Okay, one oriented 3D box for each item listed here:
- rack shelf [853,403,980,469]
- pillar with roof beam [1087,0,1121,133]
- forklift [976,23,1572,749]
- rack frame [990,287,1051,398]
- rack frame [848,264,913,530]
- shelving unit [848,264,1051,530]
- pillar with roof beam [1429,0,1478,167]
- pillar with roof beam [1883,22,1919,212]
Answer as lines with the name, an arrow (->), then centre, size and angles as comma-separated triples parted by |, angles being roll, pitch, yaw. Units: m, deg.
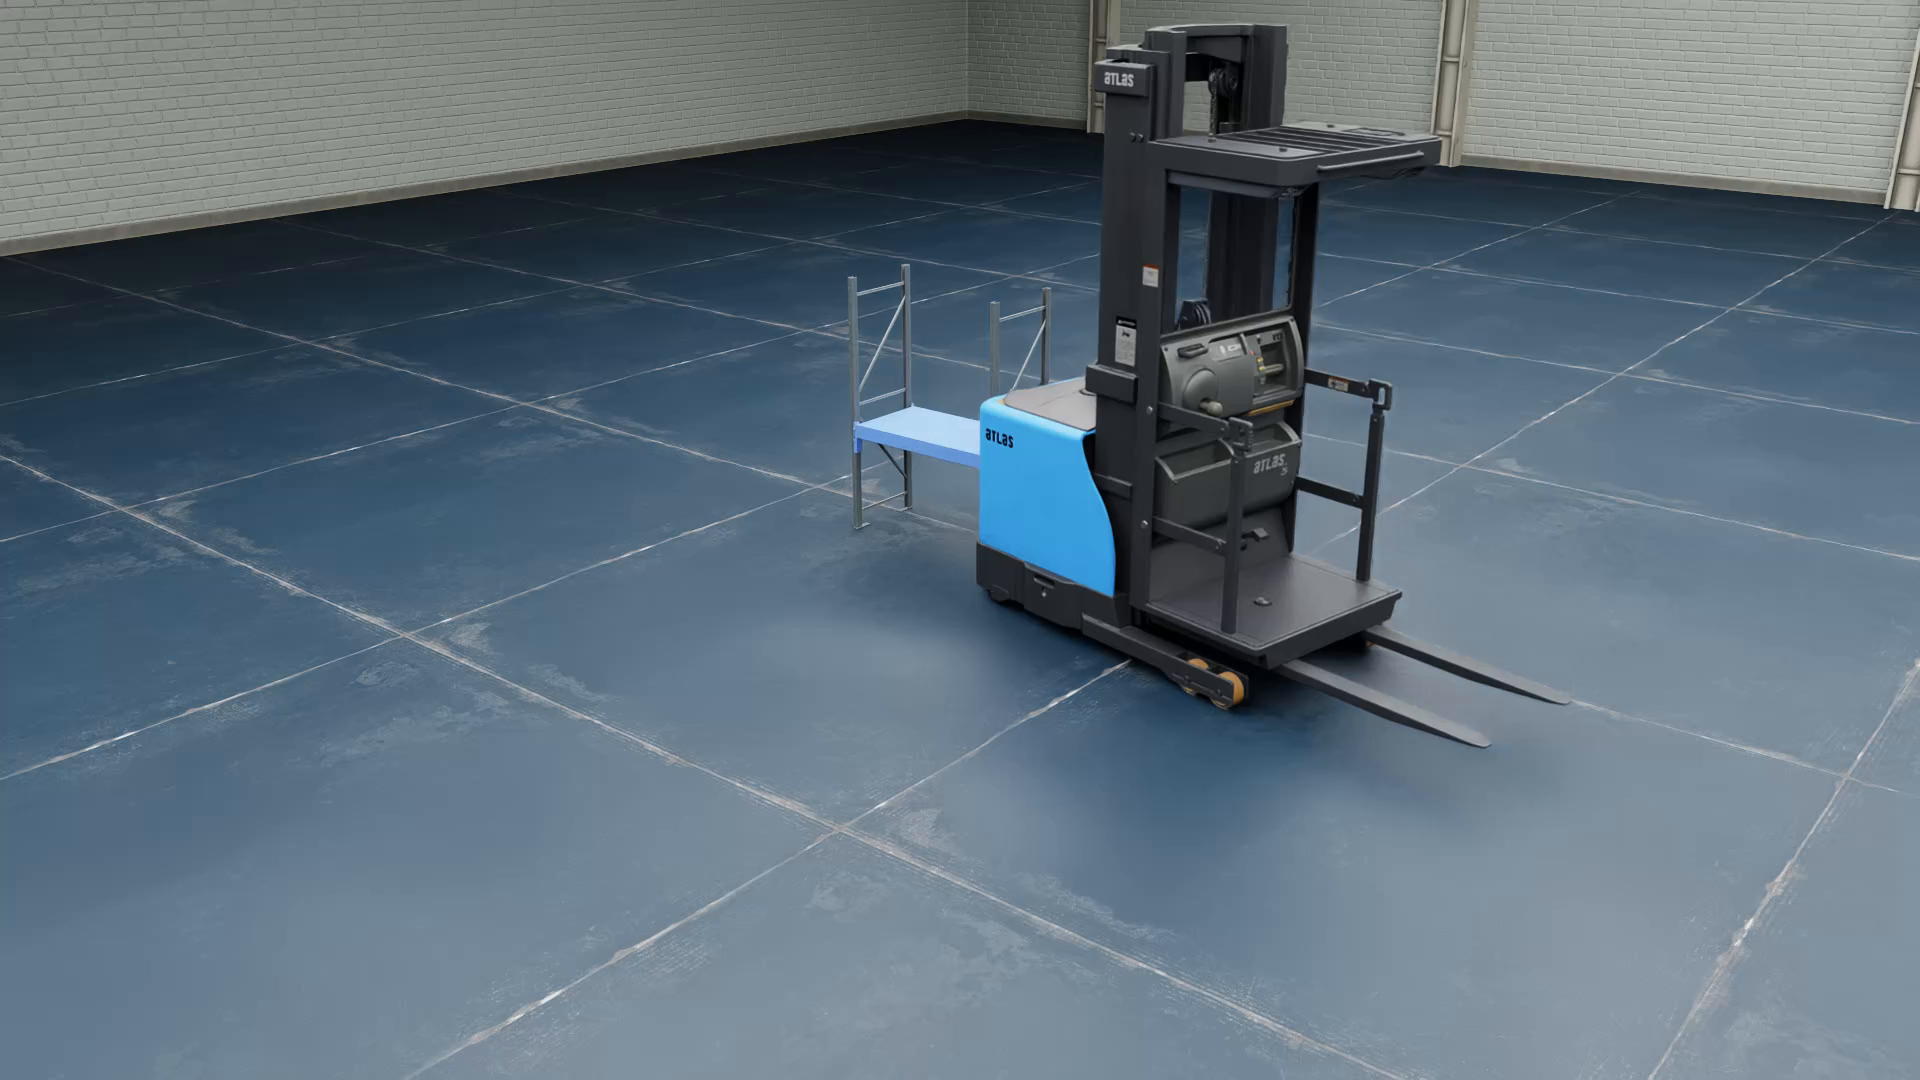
rack shelf -> -0.066, -0.552, 9.517 | 1.000, 0.185, 0.538 | 16, 26, 36
pillar with roof beam -> -0.370, -9.804, 22.912 | 0.400, 9.000, 9.100 | 16, 26, 36
forklift -> 1.420, -0.799, 7.633 | 1.130, 2.935, 3.031 | -17, 26, -37
rack frame -> 0.328, -0.607, 9.153 | 0.032, 1.500, 0.500 | 16, 26, 36
rack frame -> -0.460, -0.834, 9.755 | 0.032, 1.500, 0.500 | 16, 26, 36
shelving unit -> -0.066, -0.721, 9.454 | 1.048, 1.500, 0.538 | 16, 26, 36
pillar with roof beam -> 4.278, -8.465, 19.362 | 0.400, 9.000, 9.100 | 16, 26, 36
pillar with roof beam -> 8.927, -7.126, 15.812 | 0.400, 9.000, 9.100 | 16, 26, 36
